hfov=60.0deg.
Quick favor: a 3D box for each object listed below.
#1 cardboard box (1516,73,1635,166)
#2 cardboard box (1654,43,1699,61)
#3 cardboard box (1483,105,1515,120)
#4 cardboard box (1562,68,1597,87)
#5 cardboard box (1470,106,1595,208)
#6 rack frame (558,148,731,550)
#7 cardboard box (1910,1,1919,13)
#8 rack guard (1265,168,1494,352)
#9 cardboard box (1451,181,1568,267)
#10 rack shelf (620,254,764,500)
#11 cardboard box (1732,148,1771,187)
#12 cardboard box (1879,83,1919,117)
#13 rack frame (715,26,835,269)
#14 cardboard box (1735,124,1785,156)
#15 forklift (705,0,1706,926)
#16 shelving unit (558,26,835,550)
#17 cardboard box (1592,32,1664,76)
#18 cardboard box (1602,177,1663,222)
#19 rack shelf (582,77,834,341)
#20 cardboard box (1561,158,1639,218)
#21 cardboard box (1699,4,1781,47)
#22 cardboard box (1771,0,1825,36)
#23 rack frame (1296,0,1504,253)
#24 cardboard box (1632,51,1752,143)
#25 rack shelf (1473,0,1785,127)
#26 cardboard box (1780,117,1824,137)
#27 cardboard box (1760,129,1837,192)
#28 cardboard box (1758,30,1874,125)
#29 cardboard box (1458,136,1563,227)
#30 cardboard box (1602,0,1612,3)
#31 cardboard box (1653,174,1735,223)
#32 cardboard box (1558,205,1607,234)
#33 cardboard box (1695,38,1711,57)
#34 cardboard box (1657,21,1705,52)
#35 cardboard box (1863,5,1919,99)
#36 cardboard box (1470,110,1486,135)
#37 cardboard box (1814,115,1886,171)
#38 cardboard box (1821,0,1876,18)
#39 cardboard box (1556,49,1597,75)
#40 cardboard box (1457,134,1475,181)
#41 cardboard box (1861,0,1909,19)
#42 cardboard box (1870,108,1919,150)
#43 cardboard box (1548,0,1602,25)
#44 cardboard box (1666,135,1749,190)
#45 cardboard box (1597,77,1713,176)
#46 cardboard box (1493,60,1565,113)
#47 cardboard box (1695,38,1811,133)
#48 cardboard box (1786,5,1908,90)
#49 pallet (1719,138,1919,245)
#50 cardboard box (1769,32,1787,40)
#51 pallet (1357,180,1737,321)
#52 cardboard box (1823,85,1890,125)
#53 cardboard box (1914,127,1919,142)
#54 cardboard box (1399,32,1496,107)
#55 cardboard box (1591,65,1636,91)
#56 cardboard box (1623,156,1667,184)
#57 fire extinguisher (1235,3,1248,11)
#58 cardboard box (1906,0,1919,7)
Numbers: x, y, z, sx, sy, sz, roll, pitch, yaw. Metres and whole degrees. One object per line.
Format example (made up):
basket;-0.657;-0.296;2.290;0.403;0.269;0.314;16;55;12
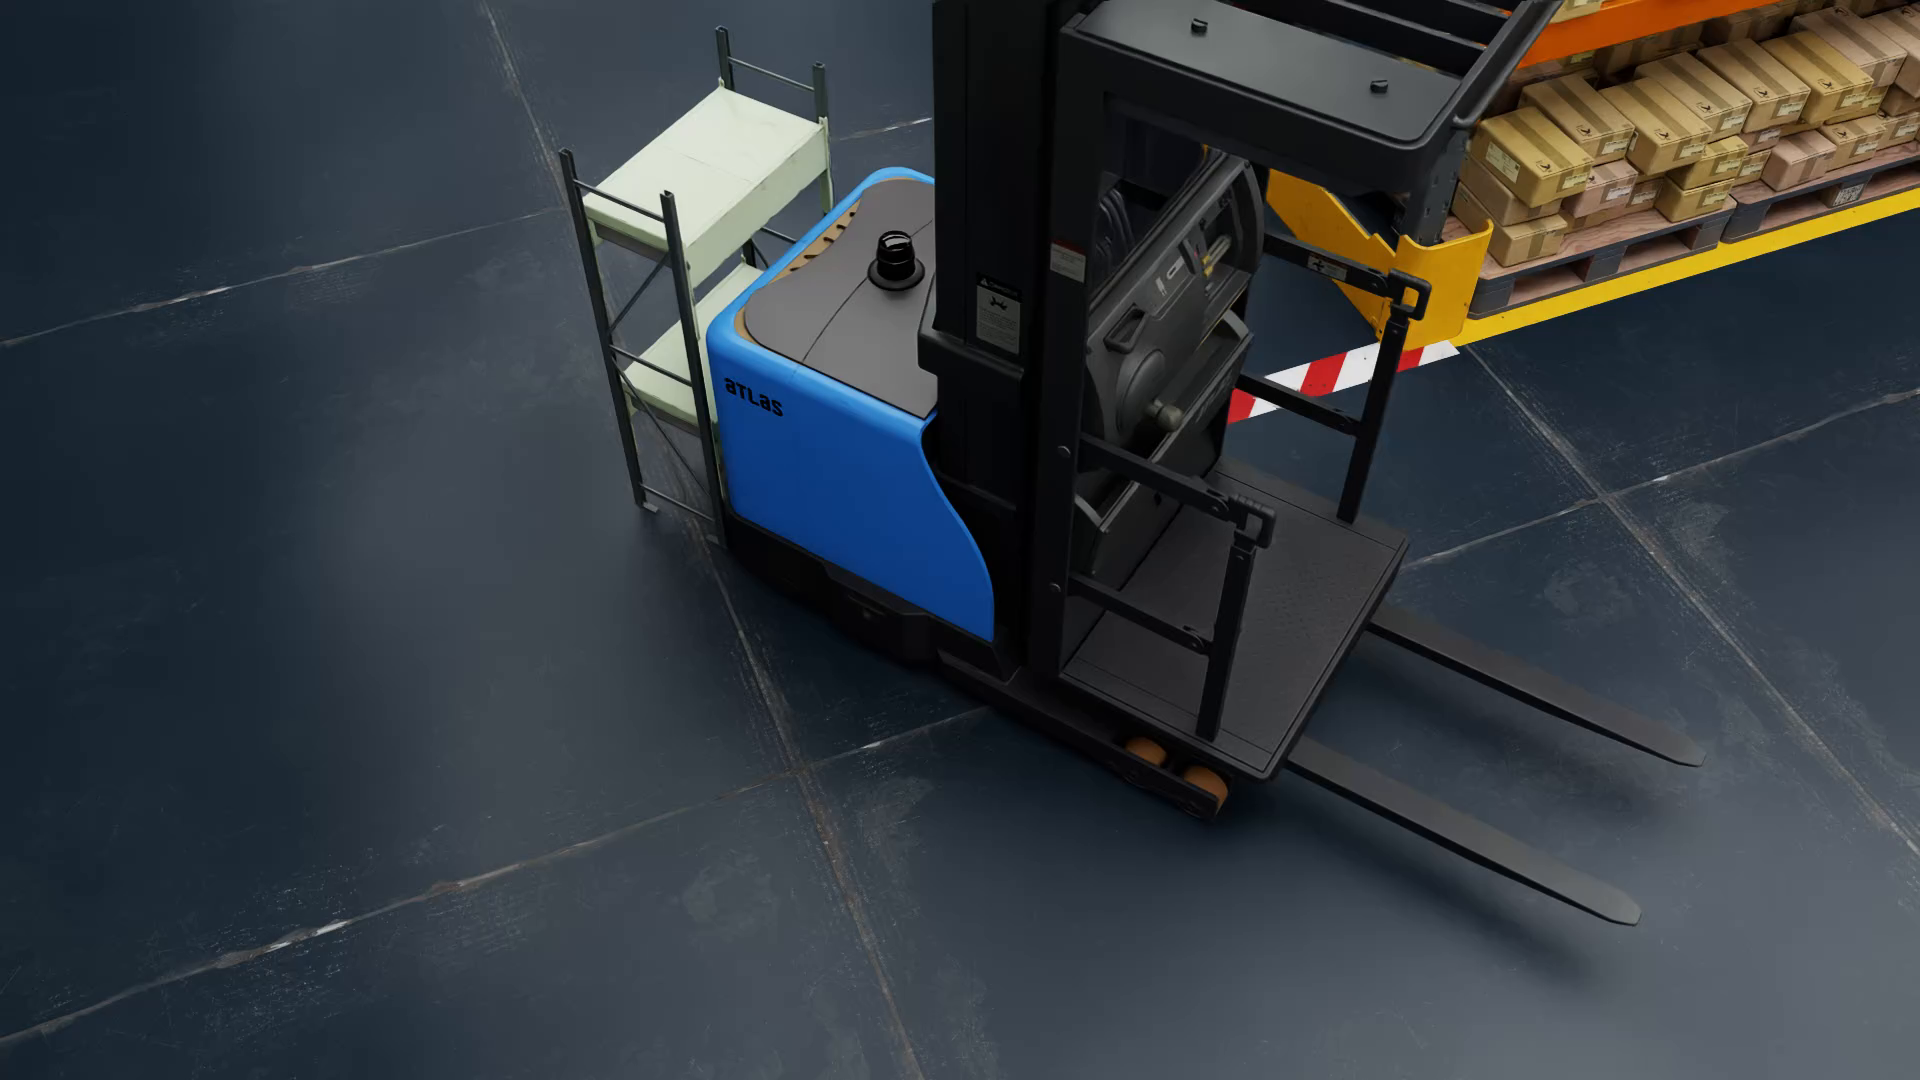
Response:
cardboard box;2.344;-1.597;6.355;0.250;0.149;0.380;-16;51;-14
cardboard box;2.857;-2.085;6.970;0.250;0.149;0.380;-17;51;-14
cardboard box;2.164;-1.814;6.737;0.250;0.149;0.380;-18;52;-15
cardboard box;2.382;-1.927;6.834;0.250;0.149;0.380;-19;52;-16
cardboard box;2.134;-1.434;6.214;0.250;0.149;0.380;-19;52;-16
rack frame;-0.966;-0.542;5.227;0.400;1.500;0.023;25;54;20
cardboard box;4.058;-2.045;6.739;0.250;0.149;0.380;-20;52;-16
rack guard;1.591;-1.328;6.561;0.348;0.500;1.175;-17;52;-14
cardboard box;2.127;-1.254;6.452;0.250;0.149;0.380;-16;51;-14
rack shelf;-0.773;-0.566;5.677;0.431;0.370;0.720;25;54;20
cardboard box;3.044;-1.599;6.748;0.250;0.149;0.380;-17;51;-14
cardboard box;3.812;-1.931;6.837;0.250;0.149;0.380;-19;52;-16
rack frame;-0.580;-1.014;5.632;0.400;1.500;0.023;25;54;20
cardboard box;3.059;-1.707;6.645;0.250;0.149;0.380;-19;52;-16
forklift;0.751;-0.582;4.318;3.031;2.935;1.130;26;54;20
shelving unit;-0.773;-0.778;5.430;0.431;1.500;0.755;25;54;20
cardboard box;2.625;-2.077;6.767;0.250;0.149;0.380;-19;52;-16
cardboard box;2.566;-1.462;6.631;0.250;0.149;0.380;-17;51;-14
rack shelf;-0.773;-1.032;5.134;0.431;0.370;0.720;25;54;20
cardboard box;2.378;-1.434;6.411;0.250;0.149;0.380;-17;52;-14
cardboard box;3.139;-2.191;6.864;0.250;0.149;0.380;-19;52;-15
cardboard box;3.370;-2.286;6.946;0.250;0.149;0.380;-17;51;-14
rack frame;1.521;-2.120;5.594;0.127;3.000;1.000;-17;52;-14
cardboard box;2.824;-1.709;6.451;0.250;0.149;0.380;-20;52;-16
rack shelf;3.372;-2.460;6.359;4.000;0.370;1.077;-17;52;-14
cardboard box;3.295;-1.814;6.737;0.250;0.149;0.380;-15;51;-12
cardboard box;3.307;-1.609;6.757;0.250;0.149;0.380;-20;52;-16
cardboard box;3.345;-1.825;6.550;0.250;0.149;0.380;-16;51;-14
cardboard box;2.103;-1.395;6.377;0.250;0.149;0.380;-15;51;-13
cardboard box;2.165;-2.003;5.659;0.250;0.149;0.380;-16;51;-13
cardboard box;2.844;-1.459;6.628;0.250;0.149;0.380;-17;51;-14
cardboard box;2.338;-1.386;6.566;0.250;0.149;0.380;-17;52;-14
cardboard box;3.101;-2.145;7.022;0.250;0.149;0.380;-15;51;-12
cardboard box;2.853;-2.193;6.866;0.250;0.149;0.380;-15;51;-13
cardboard box;3.813;-1.959;6.665;0.250;0.149;0.380;-19;52;-16
cardboard box;1.902;-1.777;6.705;0.250;0.149;0.380;-18;52;-15
cardboard box;3.554;-1.707;6.841;0.250;0.149;0.380;-17;52;-14
cardboard box;3.613;-2.329;6.983;0.250;0.149;0.380;-19;52;-16
cardboard box;2.361;-2.047;6.741;0.250;0.149;0.380;-18;52;-15
cardboard box;1.929;-1.626;6.771;0.250;0.149;0.380;-16;51;-14
cardboard box;3.841;-2.325;7.176;0.250;0.149;0.380;-15;51;-13
cardboard box;3.765;-1.799;6.920;0.250;0.149;0.380;-16;51;-14
cardboard box;1.945;-1.901;5.571;0.250;0.149;0.380;-18;52;-15
cardboard box;2.850;-1.564;6.522;0.250;0.149;0.380;-16;51;-13
cardboard box;2.626;-1.580;6.340;0.250;0.149;0.380;-17;52;-14
cardboard box;2.170;-1.884;6.601;0.250;0.149;0.380;-16;51;-14
cardboard box;3.084;-1.782;6.513;0.250;0.149;0.380;-15;51;-13
cardboard box;3.542;-1.965;6.670;0.250;0.149;0.380;-17;51;-14
pallet;3.484;-1.789;7.147;1.213;0.211;1.003;-17;52;-14
cardboard box;3.345;-2.244;7.106;0.250;0.149;0.380;-17;51;-14
pallet;2.357;-1.442;6.849;1.213;0.211;1.003;-17;52;-14
cardboard box;3.549;-1.884;6.797;0.250;0.149;0.380;-15;51;-13
cardboard box;4.032;-1.827;6.944;0.250;0.149;0.380;-17;52;-14
cardboard box;1.915;-1.852;6.573;0.250;0.149;0.380;-17;51;-14
cardboard box;2.670;-1.932;6.838;0.250;0.149;0.380;-18;52;-15
cardboard box;2.571;-1.566;6.524;0.250;0.149;0.380;-17;51;-14
fire extinguisher;1.113;-2.225;5.981;0.183;0.674;0.296;-17;52;-14
cardboard box;4.104;-2.387;7.229;0.250;0.149;0.380;-20;52;-16
